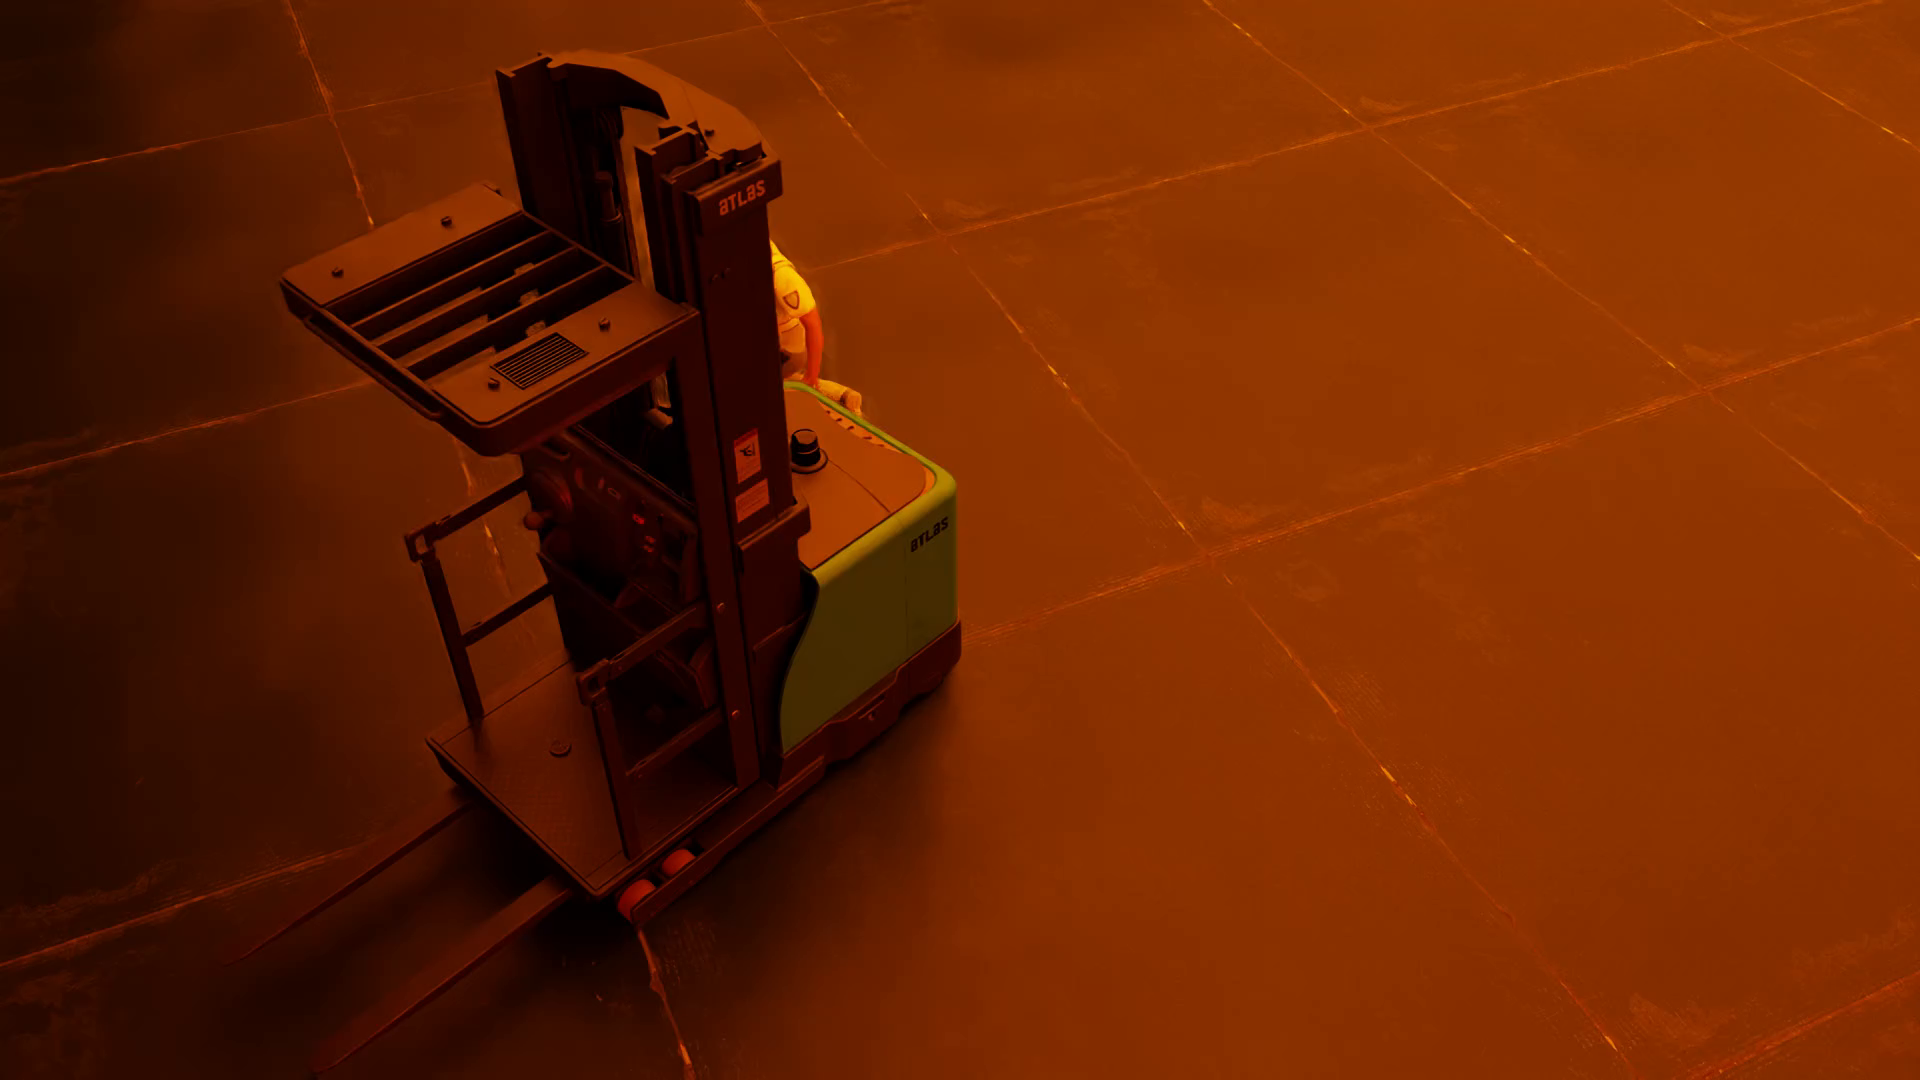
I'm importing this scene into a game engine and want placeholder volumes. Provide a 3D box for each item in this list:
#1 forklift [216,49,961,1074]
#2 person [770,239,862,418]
[{"bbox_3d":[-1.371,-0.024,5.705,1.130,2.935,3.031,33,52,30],"label":"forklift"},{"bbox_3d":[-0.862,-0.947,7.822,0.778,1.445,0.598,-7,44,-8],"label":"person"}]
